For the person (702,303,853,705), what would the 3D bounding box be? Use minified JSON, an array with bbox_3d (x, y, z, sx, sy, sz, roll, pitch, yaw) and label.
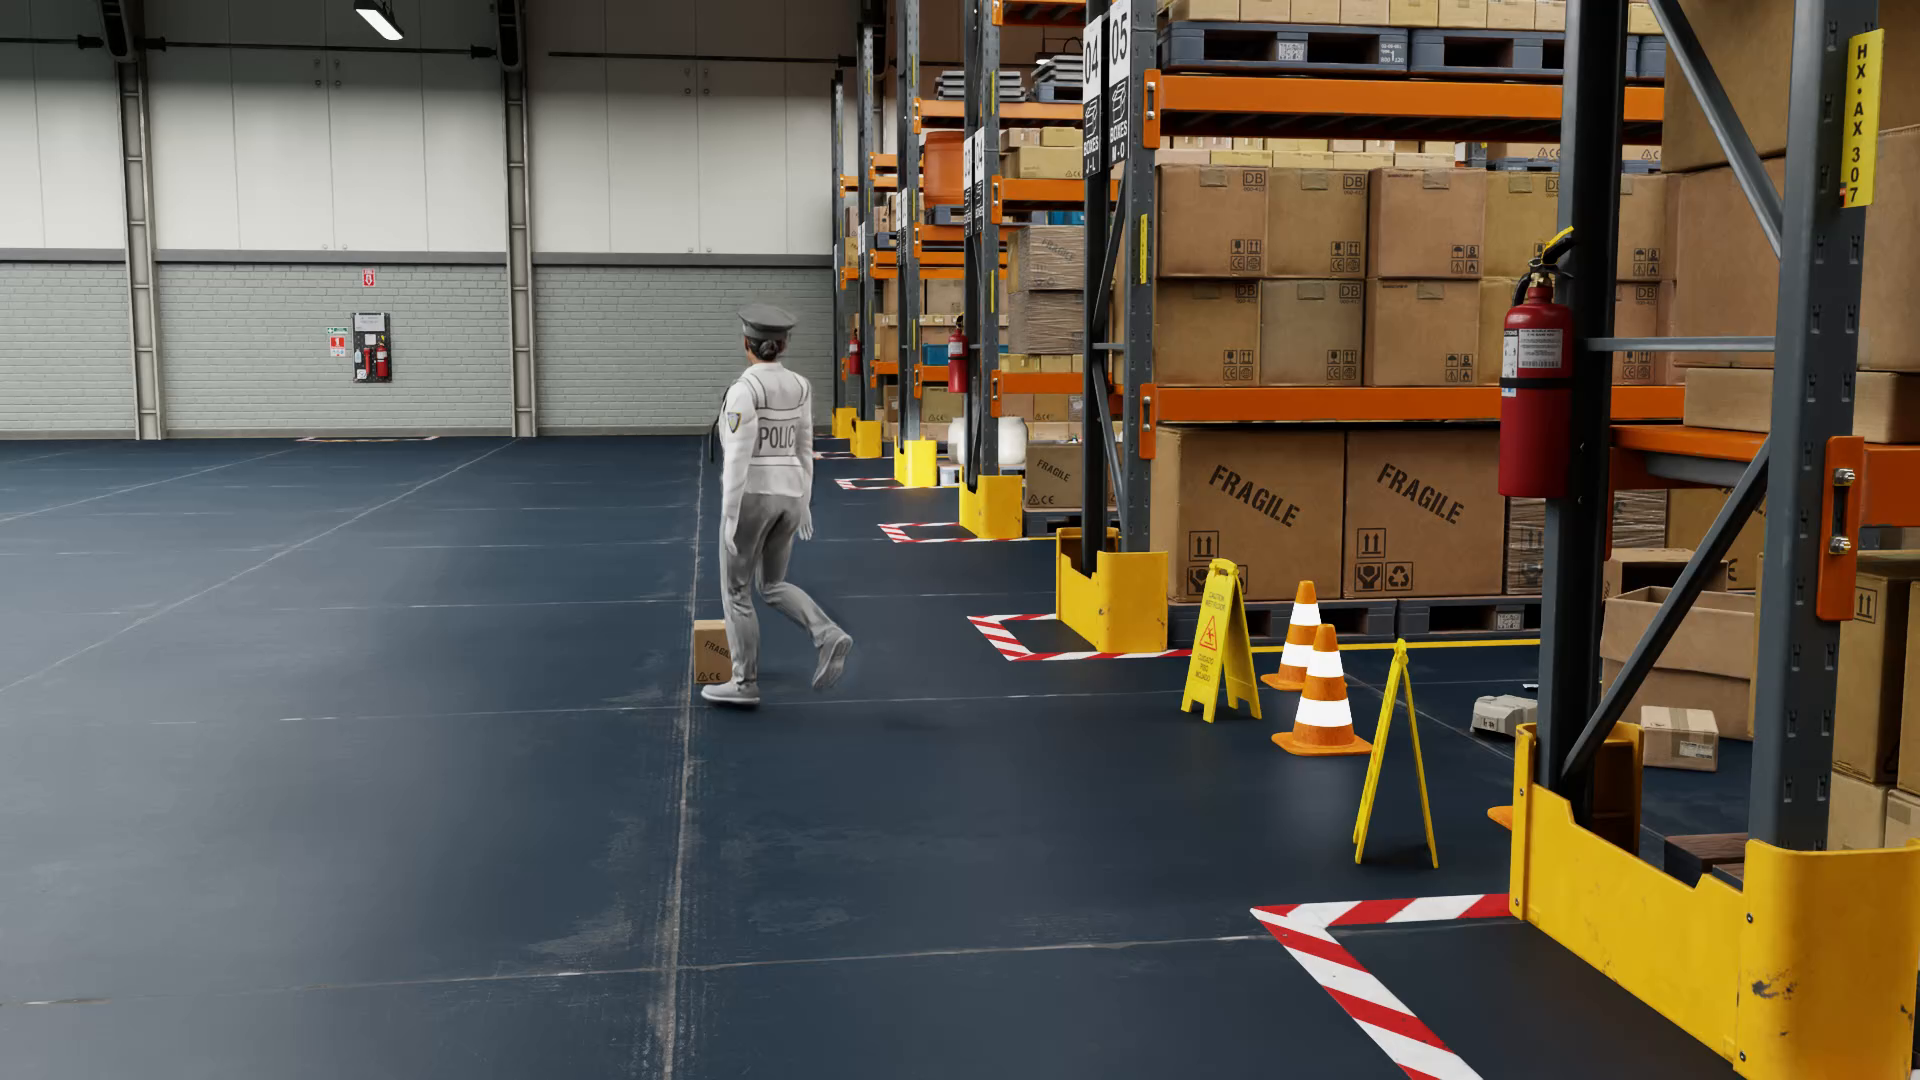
[{"bbox_3d":[-0.777,-0.140,6.878,0.650,1.669,0.499,4,8,34],"label":"person"}]
